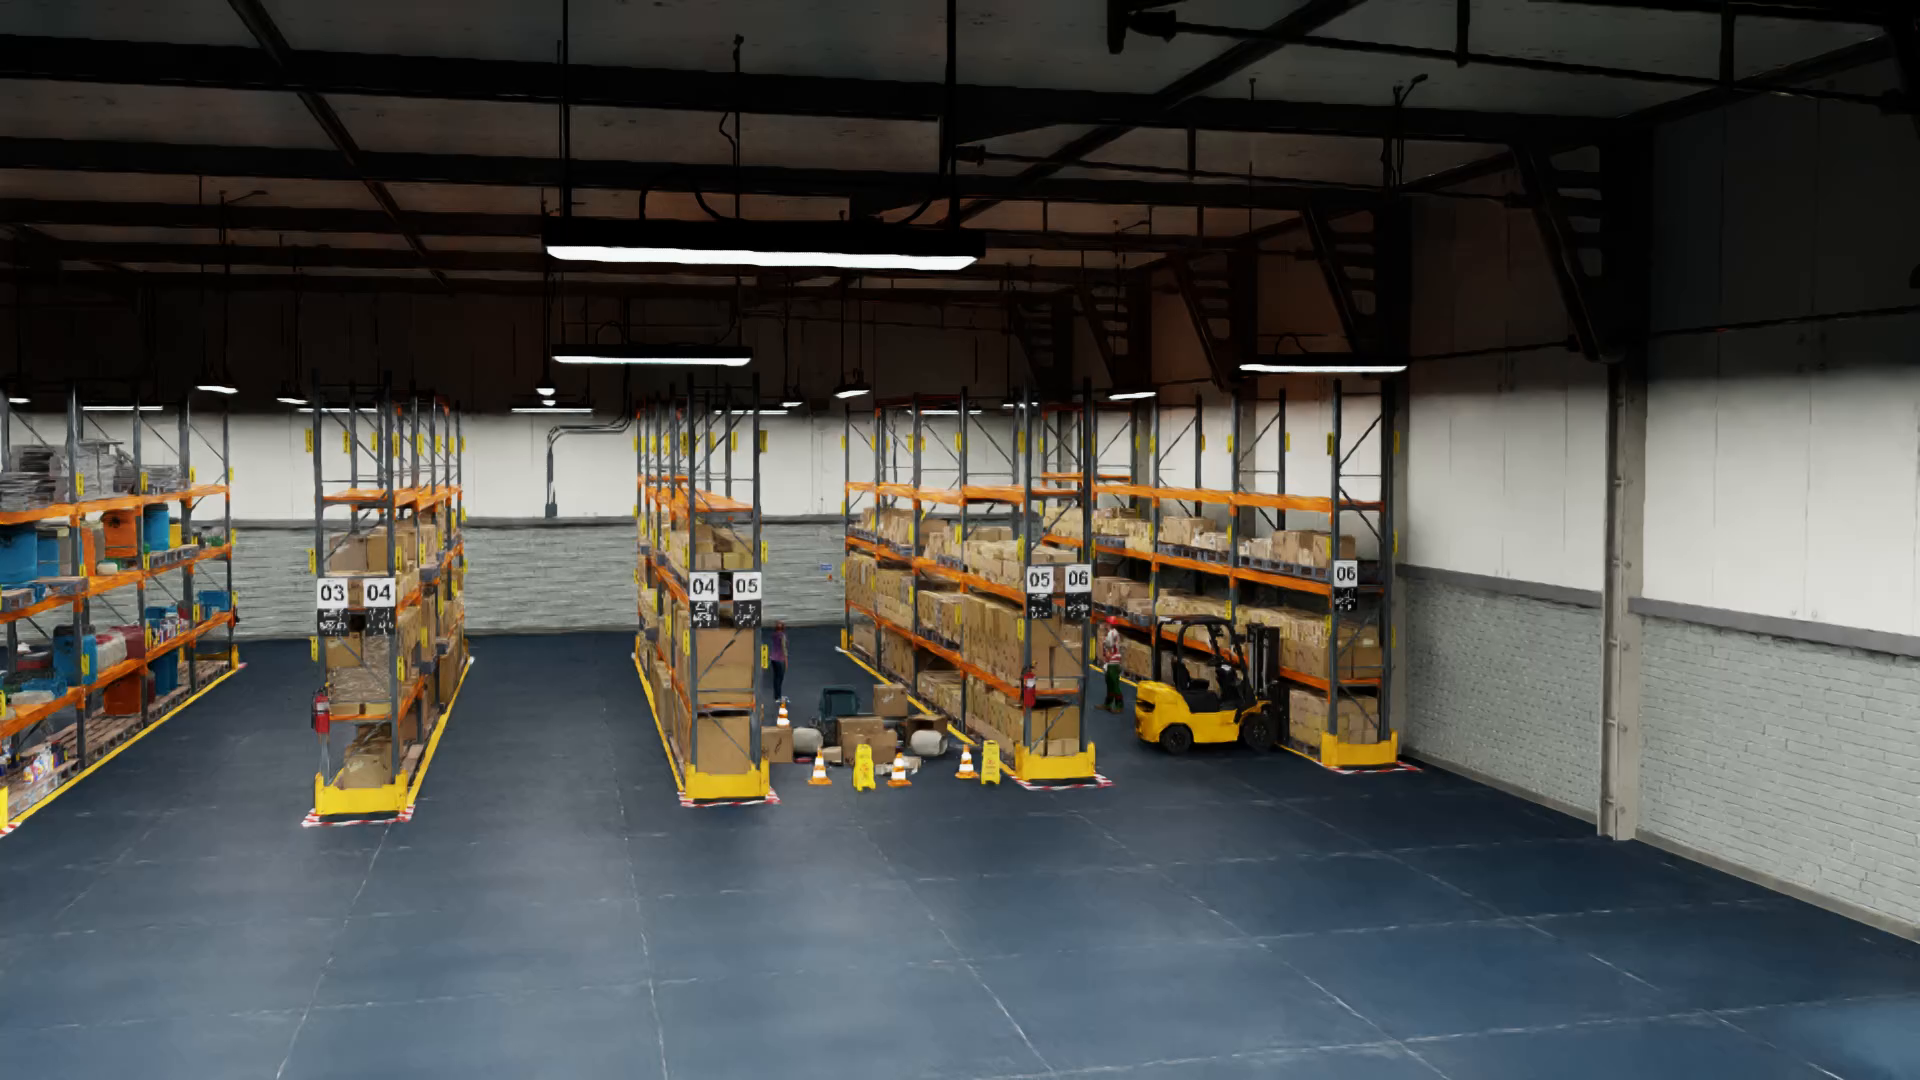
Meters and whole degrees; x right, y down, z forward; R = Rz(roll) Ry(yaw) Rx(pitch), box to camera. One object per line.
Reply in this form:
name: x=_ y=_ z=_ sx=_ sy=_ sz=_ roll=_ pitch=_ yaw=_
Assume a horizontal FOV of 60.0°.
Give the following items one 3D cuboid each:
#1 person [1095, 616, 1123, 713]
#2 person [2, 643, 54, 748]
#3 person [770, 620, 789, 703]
person: x=2.787 y=2.306 z=31.026 sx=0.570 sy=1.783 sz=0.653 roll=1 pitch=3 yaw=14
person: x=-15.331 y=2.552 z=27.393 sx=0.591 sy=1.745 sz=0.951 roll=0 pitch=3 yaw=2
person: x=-3.458 y=2.333 z=32.106 sx=0.423 sy=1.599 sz=0.499 roll=-3 pitch=4 yaw=-38
